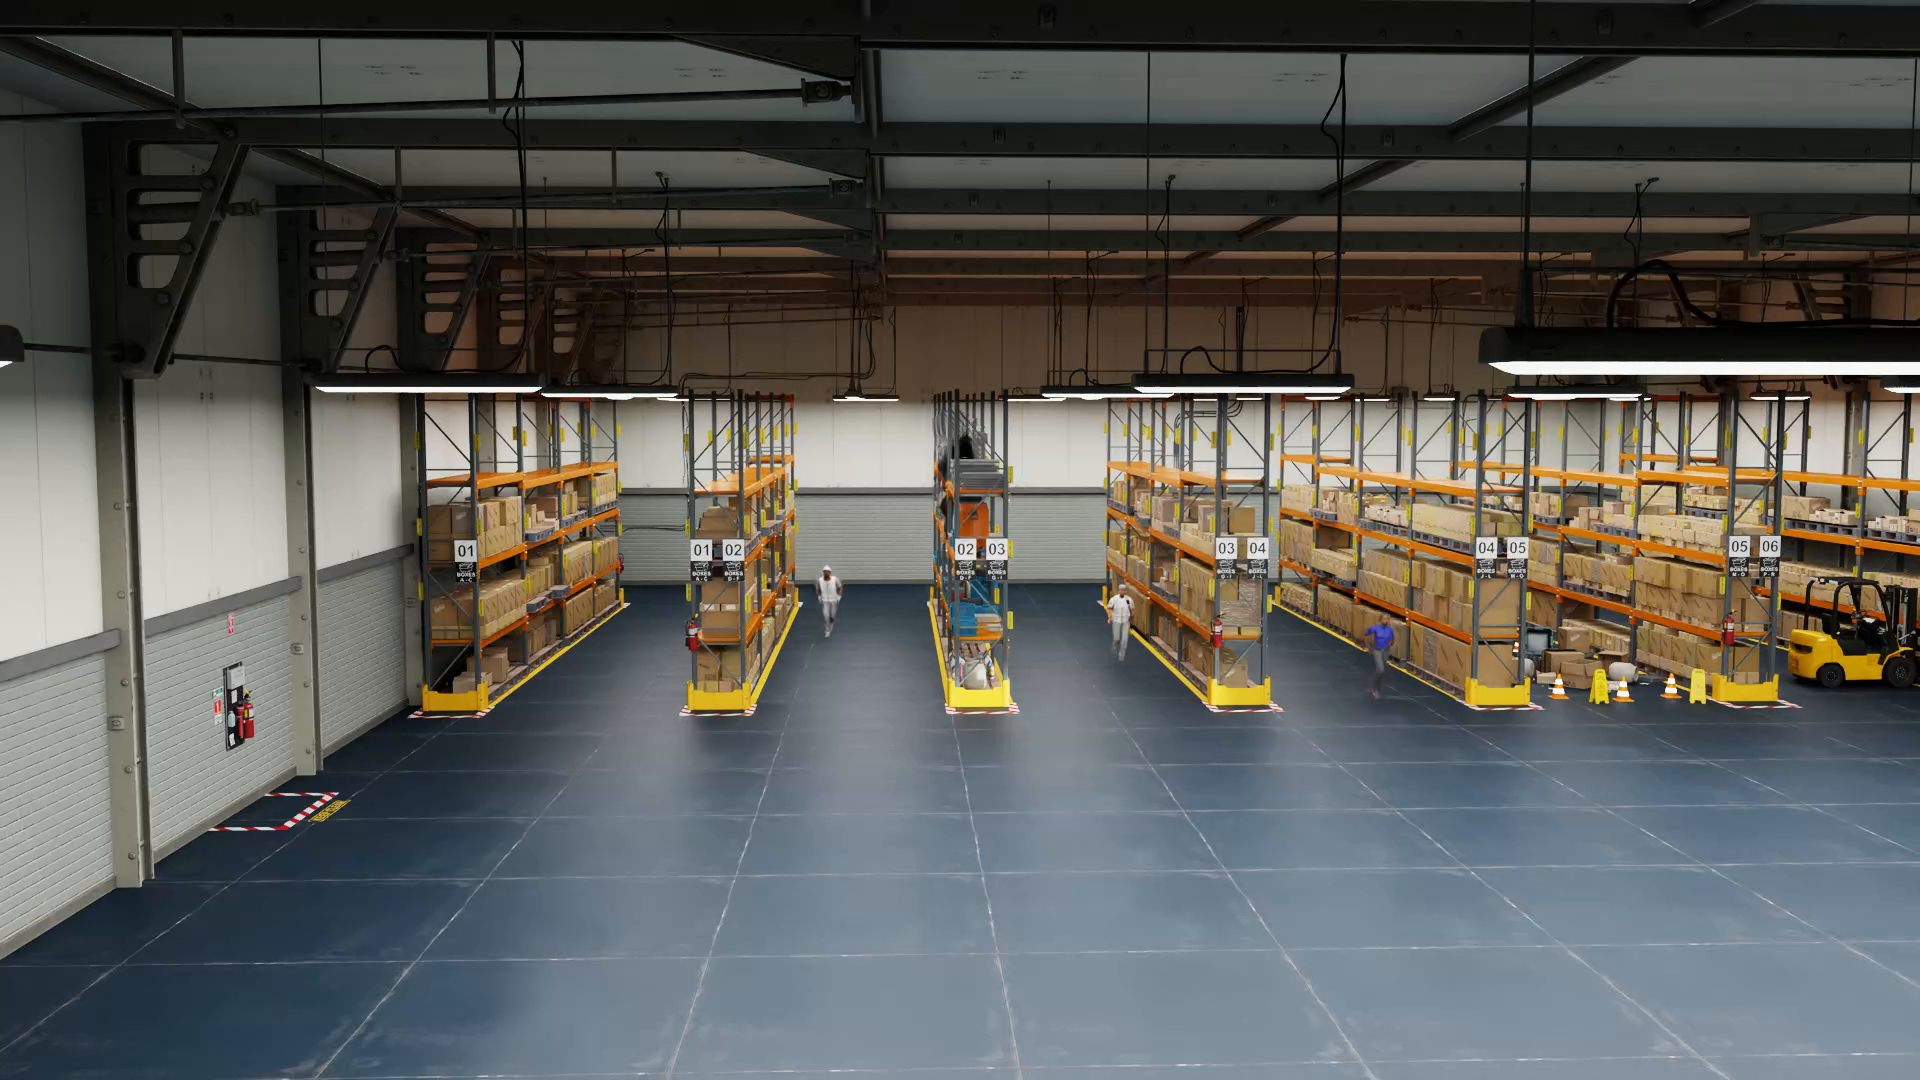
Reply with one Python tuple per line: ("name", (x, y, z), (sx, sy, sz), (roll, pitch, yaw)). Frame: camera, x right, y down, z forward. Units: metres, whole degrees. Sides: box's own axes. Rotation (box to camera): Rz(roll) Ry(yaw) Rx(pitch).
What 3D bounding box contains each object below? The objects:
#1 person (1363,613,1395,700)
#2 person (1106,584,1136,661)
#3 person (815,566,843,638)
("person", (8.220, 2.274, 32.567), (0.561, 1.704, 0.707), (-2, 5, -19))
("person", (3.442, 1.755, 35.431), (0.621, 1.621, 0.554), (0, 5, 0))
("person", (-3.237, 1.513, 41.025), (0.685, 1.756, 0.679), (0, 5, -2))
